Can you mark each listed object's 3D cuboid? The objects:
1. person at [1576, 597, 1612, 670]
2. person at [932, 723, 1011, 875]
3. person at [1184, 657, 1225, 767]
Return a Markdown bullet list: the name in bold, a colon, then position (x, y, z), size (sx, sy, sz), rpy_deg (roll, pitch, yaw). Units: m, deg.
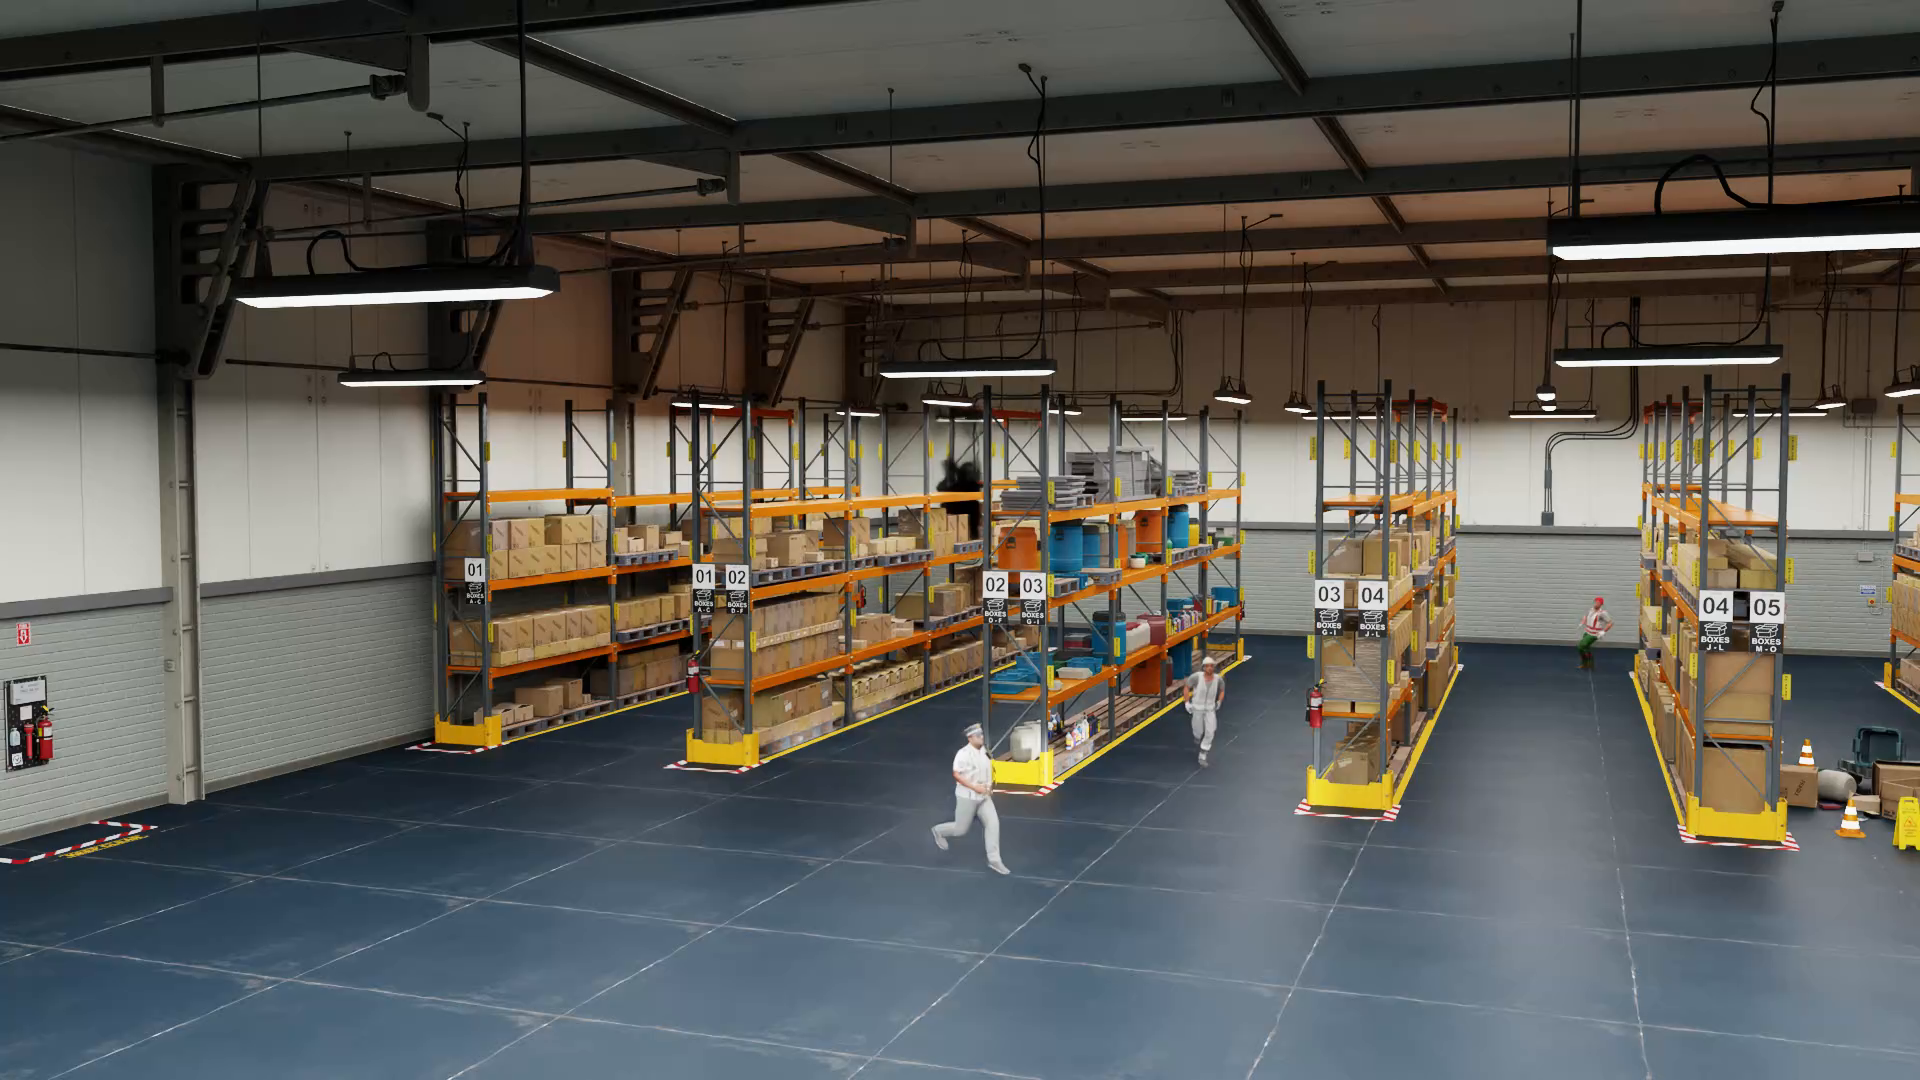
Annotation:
- **person**: position (14.420, 2.141, 38.017), size (0.673, 1.708, 0.768), rpy_deg (0, 3, -3)
- **person**: position (0.133, 3.081, 19.955), size (1.110, 1.787, 0.633), rpy_deg (3, 4, 43)
- **person**: position (3.923, 2.729, 26.729), size (0.674, 1.750, 0.790), rpy_deg (0, 3, -2)
